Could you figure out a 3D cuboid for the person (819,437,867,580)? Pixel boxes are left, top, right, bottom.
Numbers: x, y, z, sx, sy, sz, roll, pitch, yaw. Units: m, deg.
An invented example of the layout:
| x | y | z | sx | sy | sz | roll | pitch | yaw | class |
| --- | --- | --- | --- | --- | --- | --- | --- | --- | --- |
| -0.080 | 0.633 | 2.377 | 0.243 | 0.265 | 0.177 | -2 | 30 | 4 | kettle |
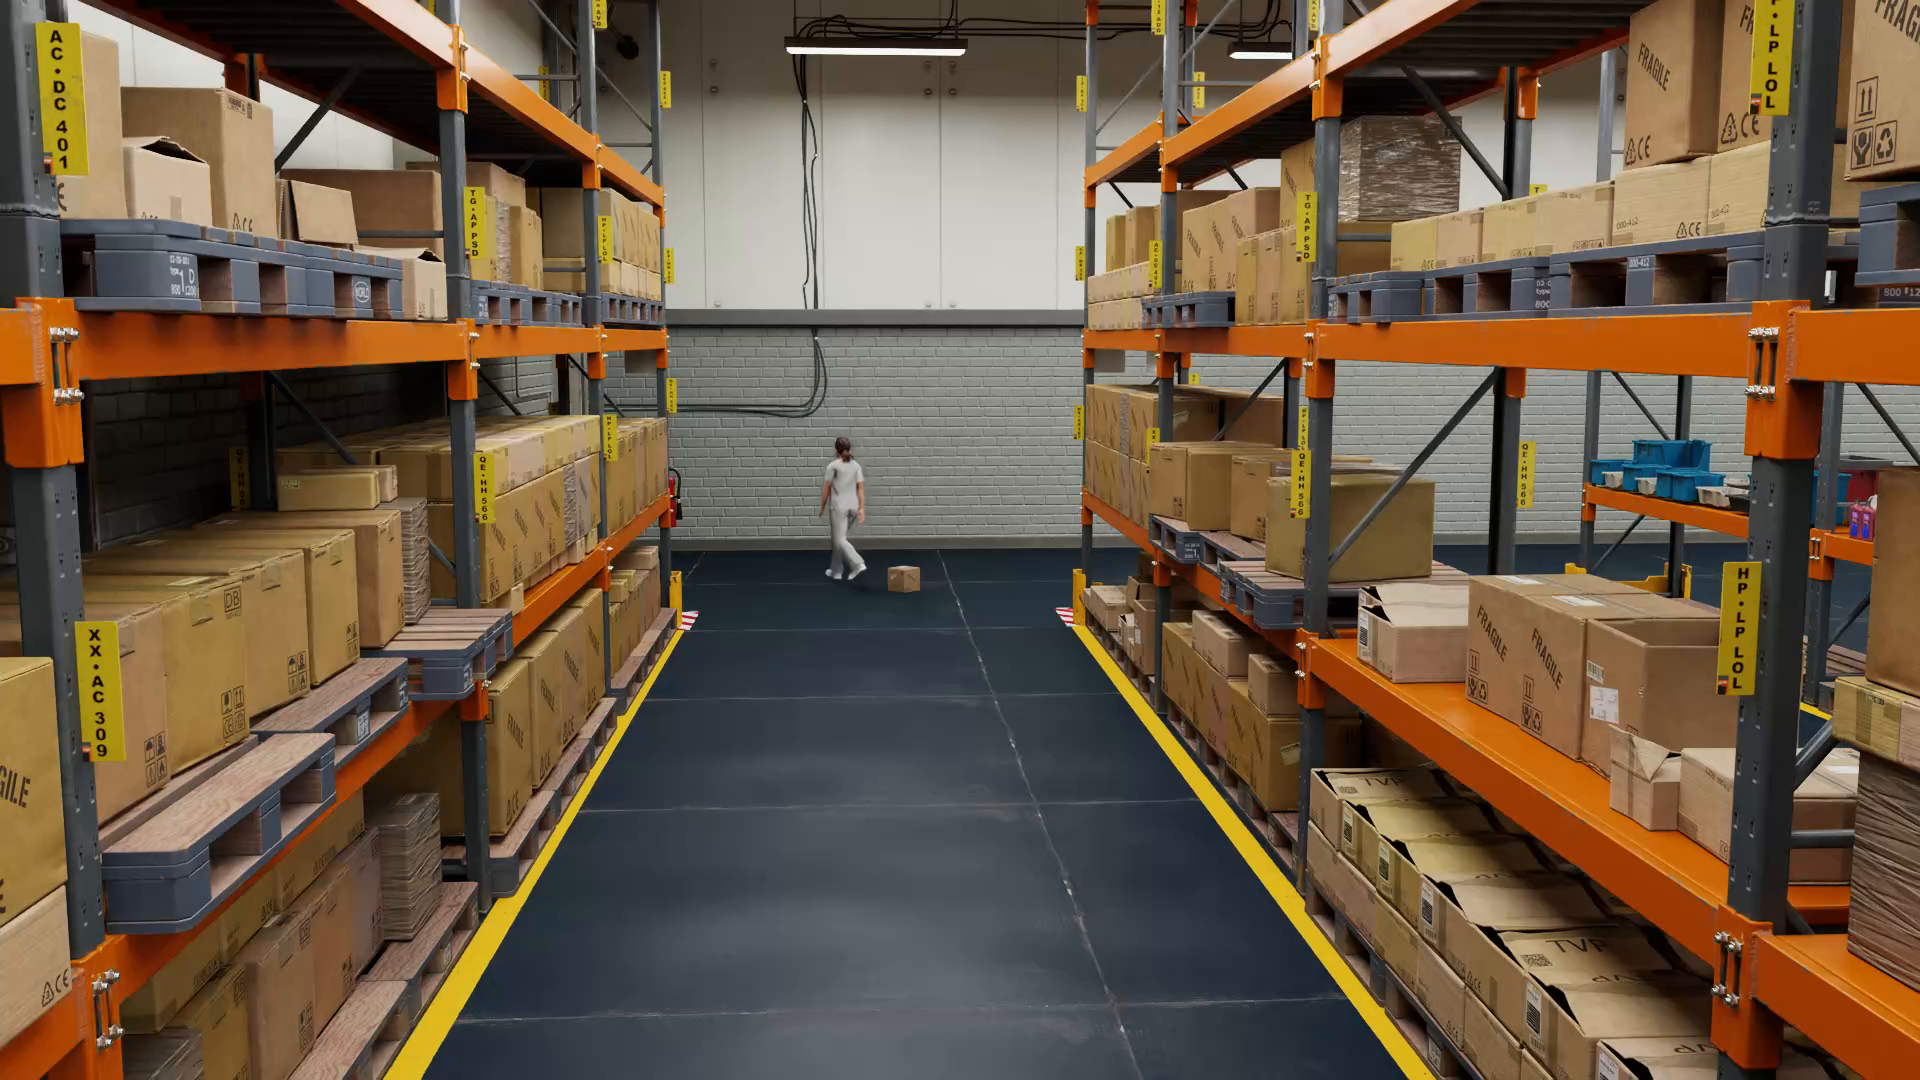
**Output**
| x | y | z | sx | sy | sz | roll | pitch | yaw | class |
| --- | --- | --- | --- | --- | --- | --- | --- | --- | --- |
| -1.273 | -0.337 | 18.507 | 0.450 | 1.623 | 1.018 | -5 | 9 | -36 | person |
